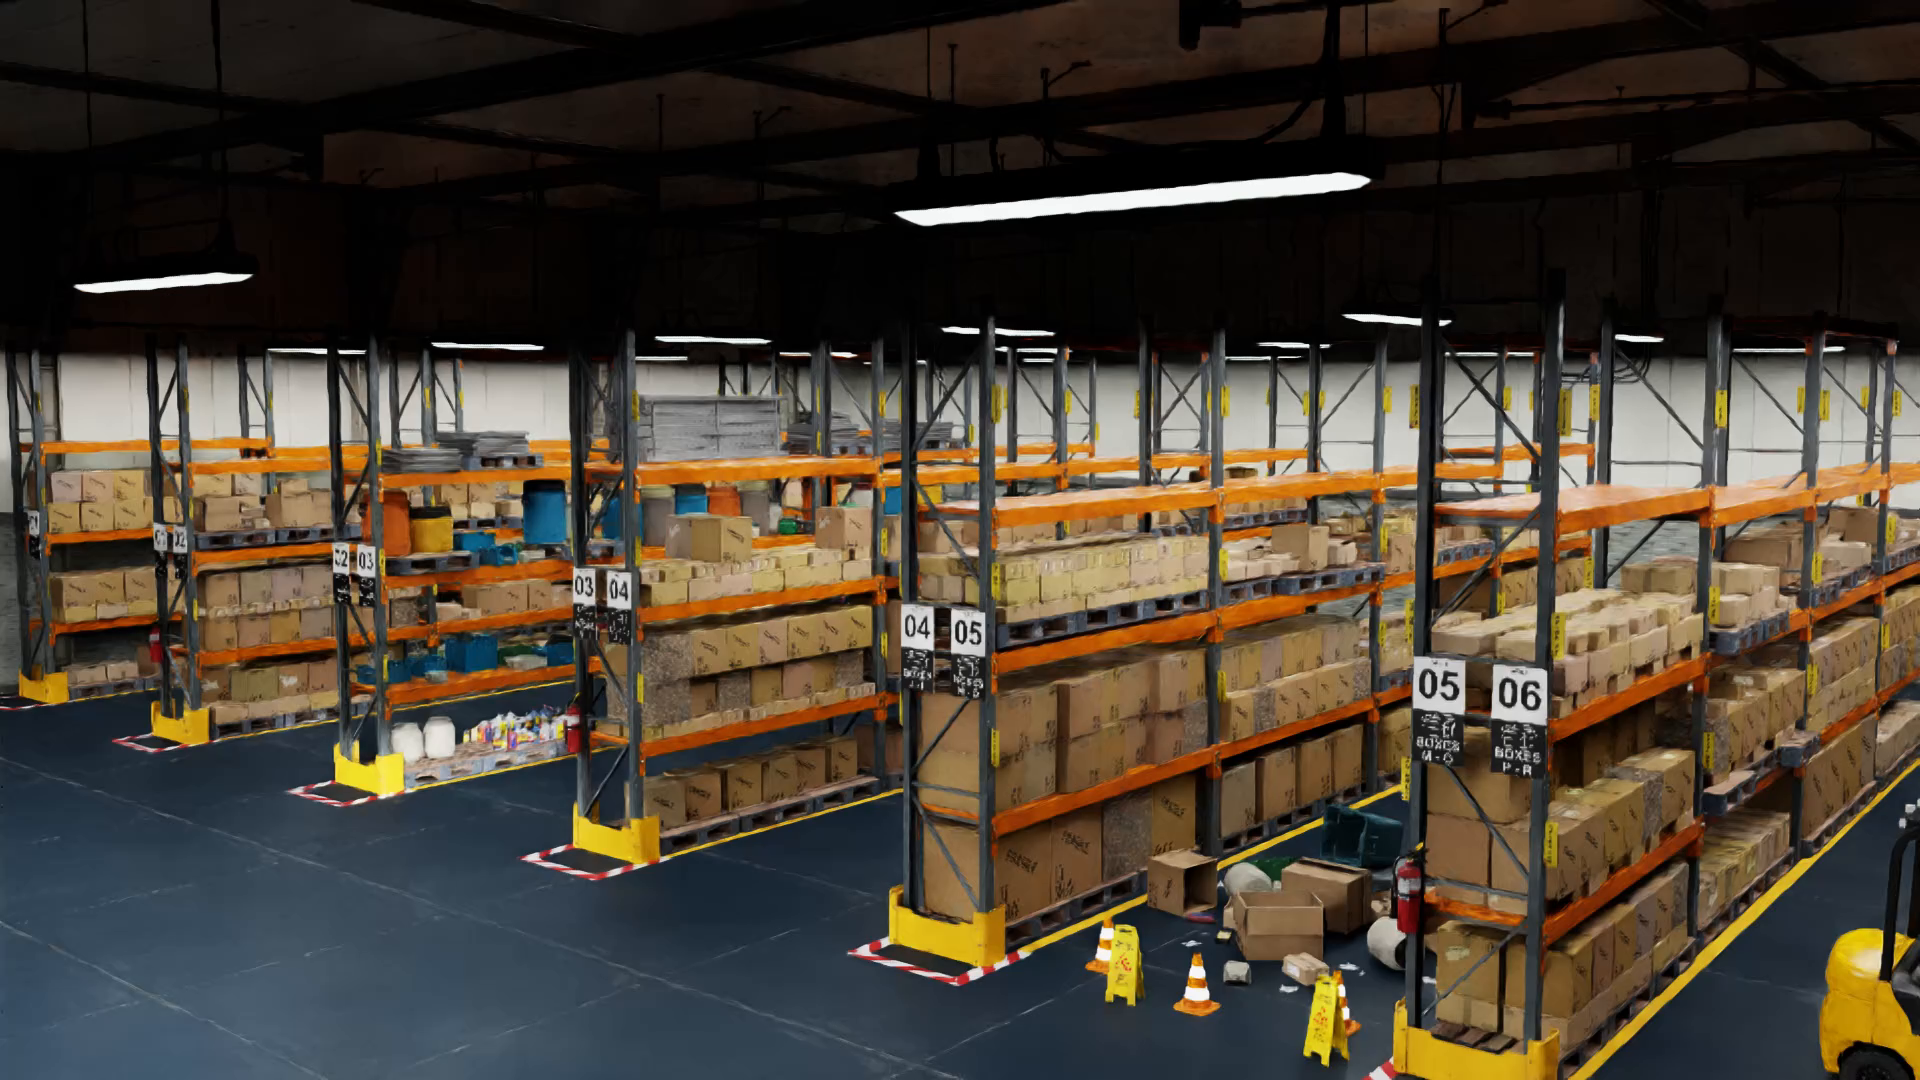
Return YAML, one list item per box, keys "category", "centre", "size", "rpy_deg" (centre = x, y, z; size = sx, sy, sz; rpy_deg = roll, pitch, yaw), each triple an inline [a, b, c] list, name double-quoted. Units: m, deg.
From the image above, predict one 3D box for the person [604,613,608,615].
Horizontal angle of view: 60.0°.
- category: "person"
  centre: [-5.979, 1.691, 29.116]
  size: [0.598, 1.690, 1.094]
  rpy_deg: [3, 6, 30]
